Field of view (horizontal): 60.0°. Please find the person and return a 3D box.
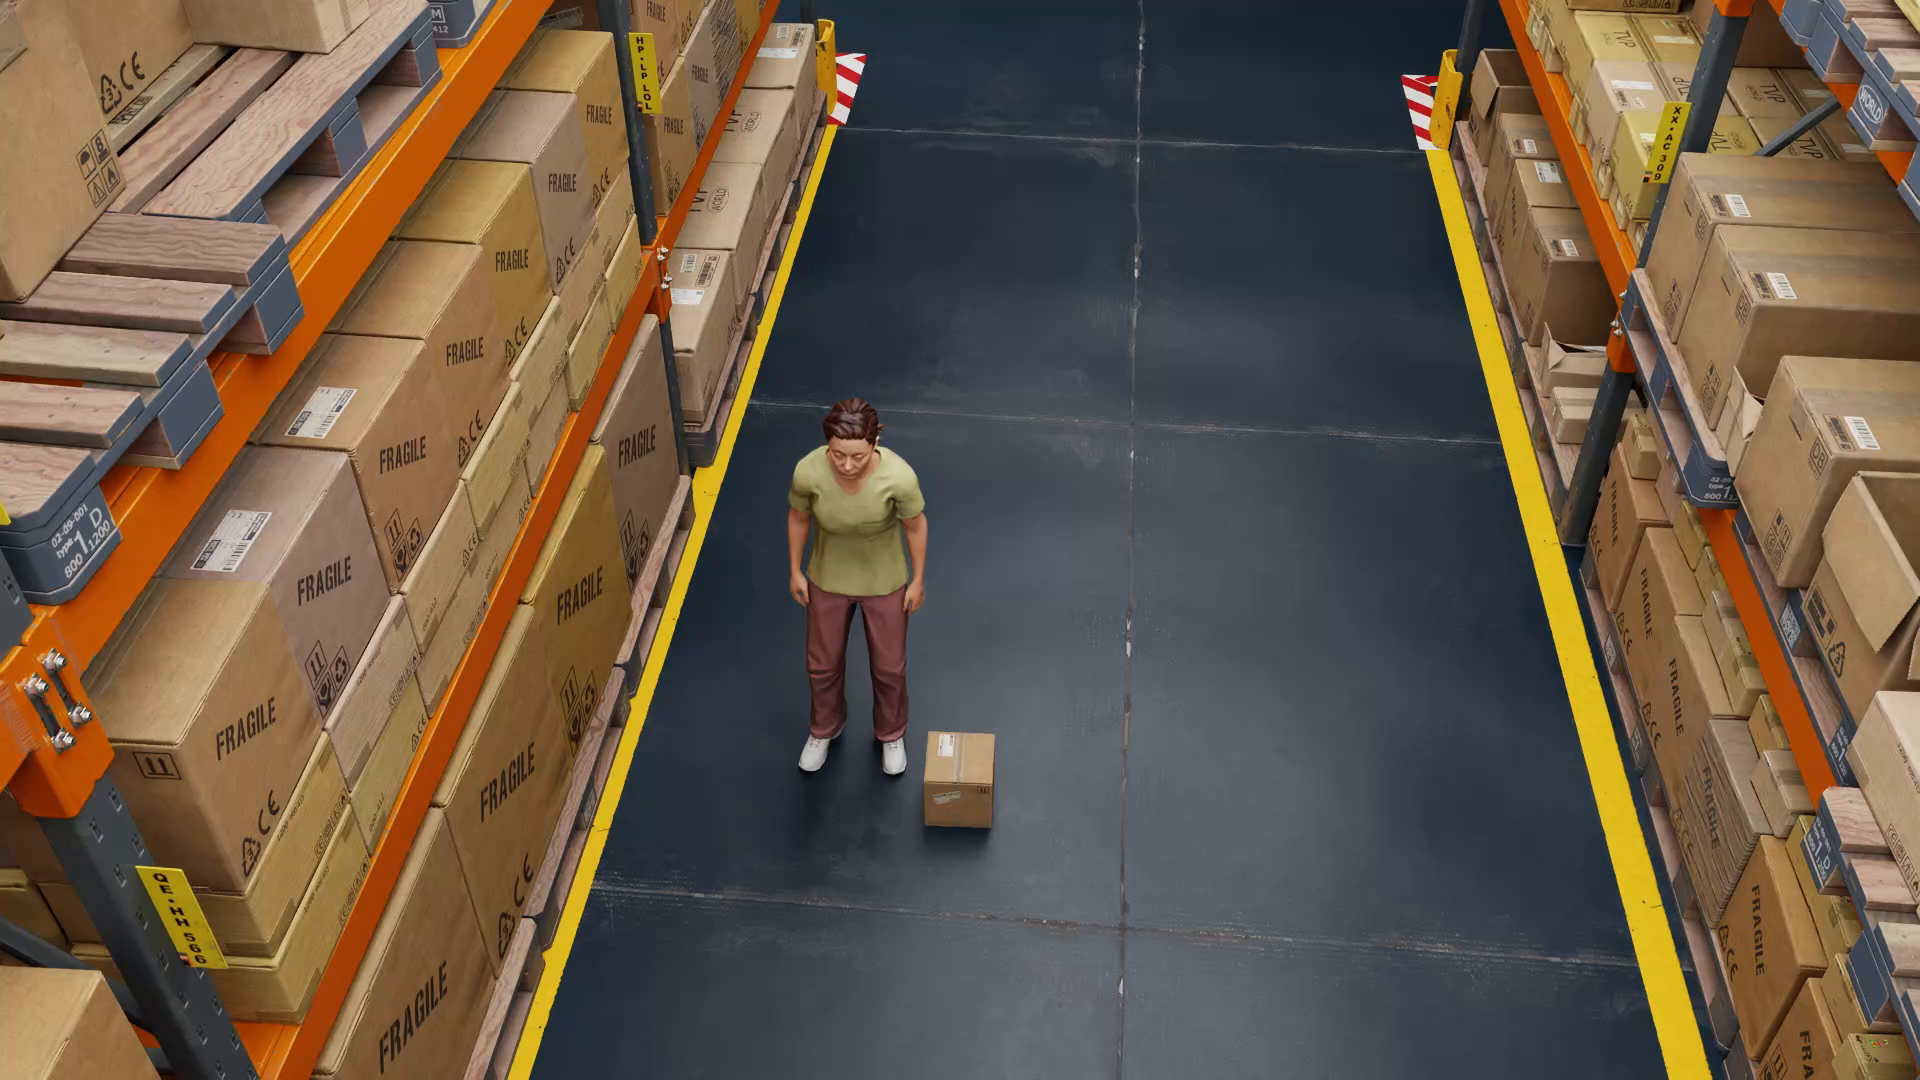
[{"bbox_3d":[-0.368,0.164,5.964,0.498,1.672,0.360,3,40,4],"label":"person"}]
